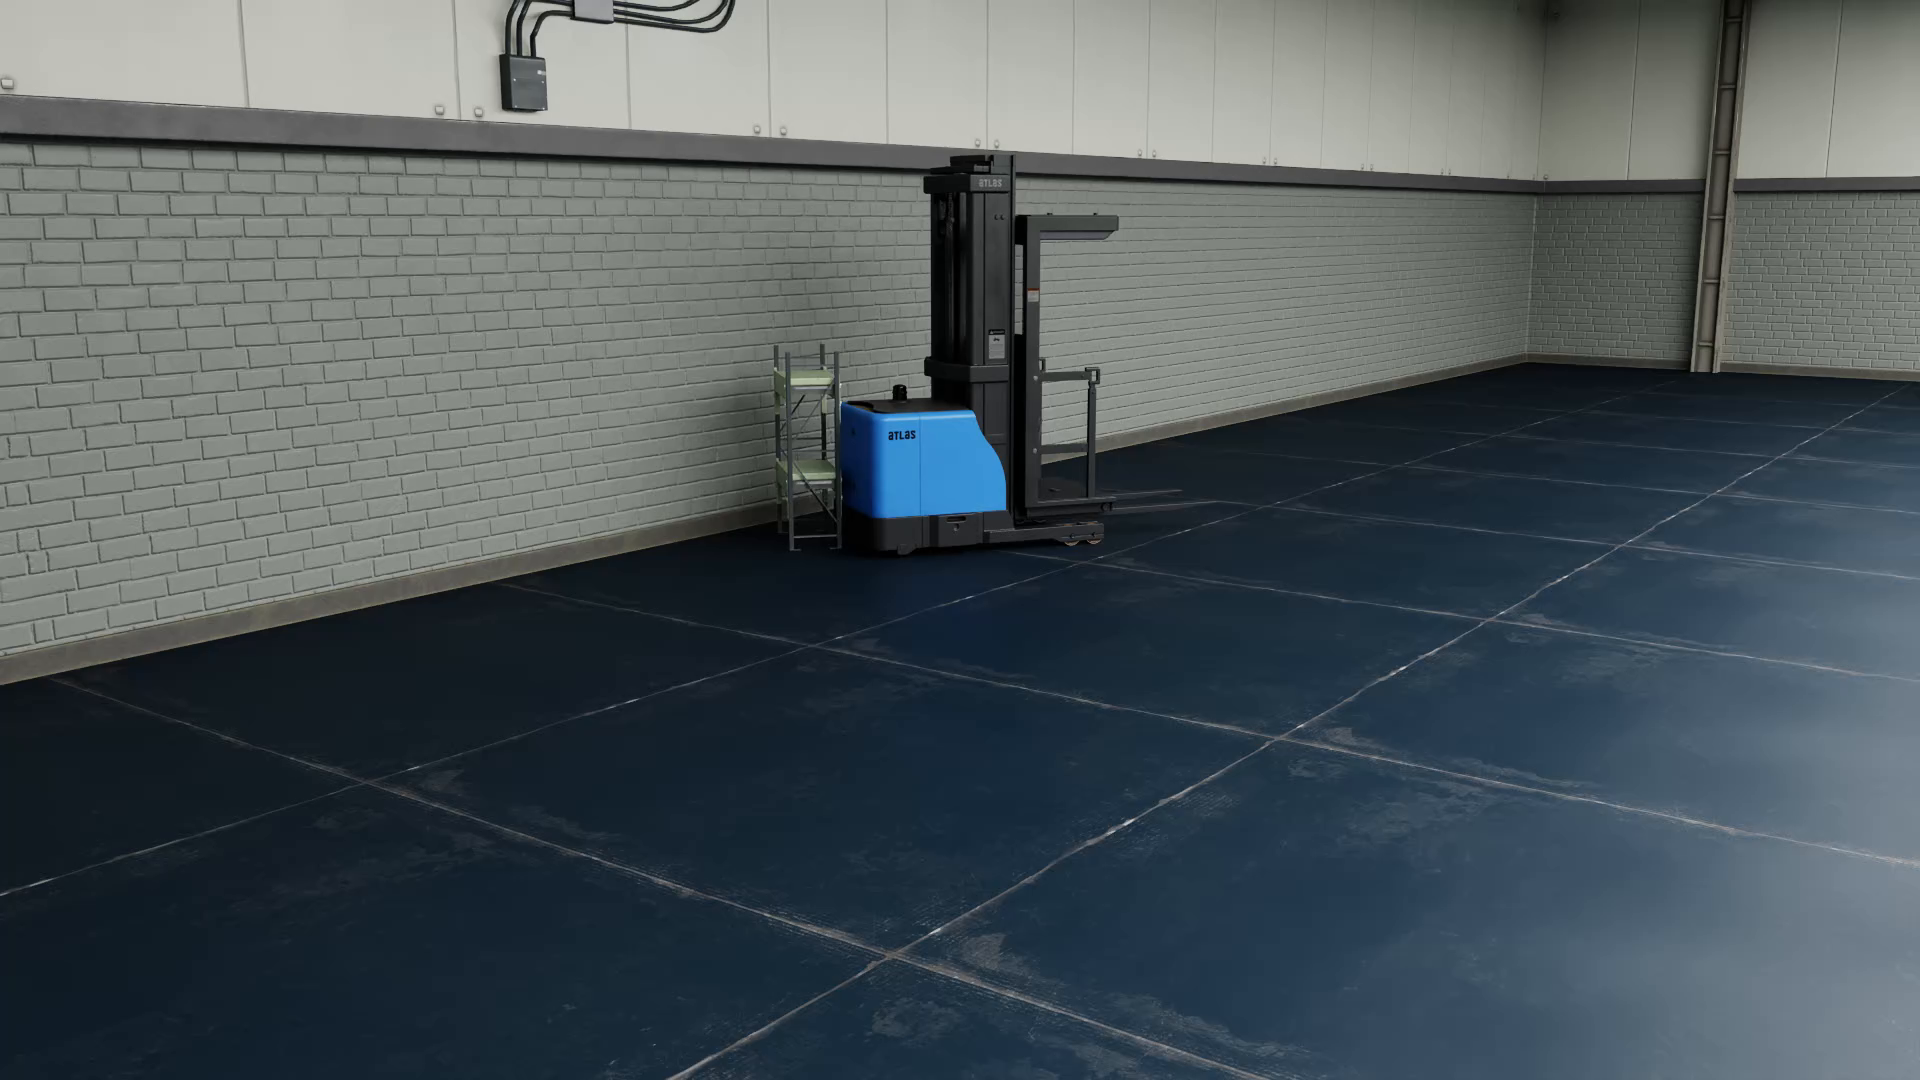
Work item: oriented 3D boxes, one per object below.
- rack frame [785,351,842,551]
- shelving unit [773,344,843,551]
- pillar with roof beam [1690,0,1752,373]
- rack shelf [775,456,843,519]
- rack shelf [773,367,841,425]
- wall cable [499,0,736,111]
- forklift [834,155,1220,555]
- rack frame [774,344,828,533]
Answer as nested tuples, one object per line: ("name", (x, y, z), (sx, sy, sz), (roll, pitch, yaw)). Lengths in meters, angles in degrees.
("rack frame", (-1.099, -0.664, 12.514), (0.400, 1.500, 0.023), (-3, 11, -13))
("shelving unit", (-1.181, -0.732, 12.864), (0.431, 1.500, 0.755), (-3, 11, -13))
("pillar with roof beam", (9.707, -6.530, 23.092), (0.400, 9.000, 9.100), (8, 13, 36))
("rack shelf", (-1.181, -0.412, 12.926), (0.431, 0.370, 0.720), (-3, 11, -13))
("rack shelf", (-1.181, -1.115, 12.790), (0.431, 0.370, 0.720), (-3, 11, -13))
("wall cable", (-2.349, -6.022, 11.511), (0.169, 6.003, 2.305), (8, 13, 36))
("forklift", (0.577, -1.483, 12.979), (3.031, 2.935, 1.130), (-4, 12, -22))
("rack frame", (-1.263, -0.800, 13.214), (0.400, 1.500, 0.023), (-3, 11, -13))
